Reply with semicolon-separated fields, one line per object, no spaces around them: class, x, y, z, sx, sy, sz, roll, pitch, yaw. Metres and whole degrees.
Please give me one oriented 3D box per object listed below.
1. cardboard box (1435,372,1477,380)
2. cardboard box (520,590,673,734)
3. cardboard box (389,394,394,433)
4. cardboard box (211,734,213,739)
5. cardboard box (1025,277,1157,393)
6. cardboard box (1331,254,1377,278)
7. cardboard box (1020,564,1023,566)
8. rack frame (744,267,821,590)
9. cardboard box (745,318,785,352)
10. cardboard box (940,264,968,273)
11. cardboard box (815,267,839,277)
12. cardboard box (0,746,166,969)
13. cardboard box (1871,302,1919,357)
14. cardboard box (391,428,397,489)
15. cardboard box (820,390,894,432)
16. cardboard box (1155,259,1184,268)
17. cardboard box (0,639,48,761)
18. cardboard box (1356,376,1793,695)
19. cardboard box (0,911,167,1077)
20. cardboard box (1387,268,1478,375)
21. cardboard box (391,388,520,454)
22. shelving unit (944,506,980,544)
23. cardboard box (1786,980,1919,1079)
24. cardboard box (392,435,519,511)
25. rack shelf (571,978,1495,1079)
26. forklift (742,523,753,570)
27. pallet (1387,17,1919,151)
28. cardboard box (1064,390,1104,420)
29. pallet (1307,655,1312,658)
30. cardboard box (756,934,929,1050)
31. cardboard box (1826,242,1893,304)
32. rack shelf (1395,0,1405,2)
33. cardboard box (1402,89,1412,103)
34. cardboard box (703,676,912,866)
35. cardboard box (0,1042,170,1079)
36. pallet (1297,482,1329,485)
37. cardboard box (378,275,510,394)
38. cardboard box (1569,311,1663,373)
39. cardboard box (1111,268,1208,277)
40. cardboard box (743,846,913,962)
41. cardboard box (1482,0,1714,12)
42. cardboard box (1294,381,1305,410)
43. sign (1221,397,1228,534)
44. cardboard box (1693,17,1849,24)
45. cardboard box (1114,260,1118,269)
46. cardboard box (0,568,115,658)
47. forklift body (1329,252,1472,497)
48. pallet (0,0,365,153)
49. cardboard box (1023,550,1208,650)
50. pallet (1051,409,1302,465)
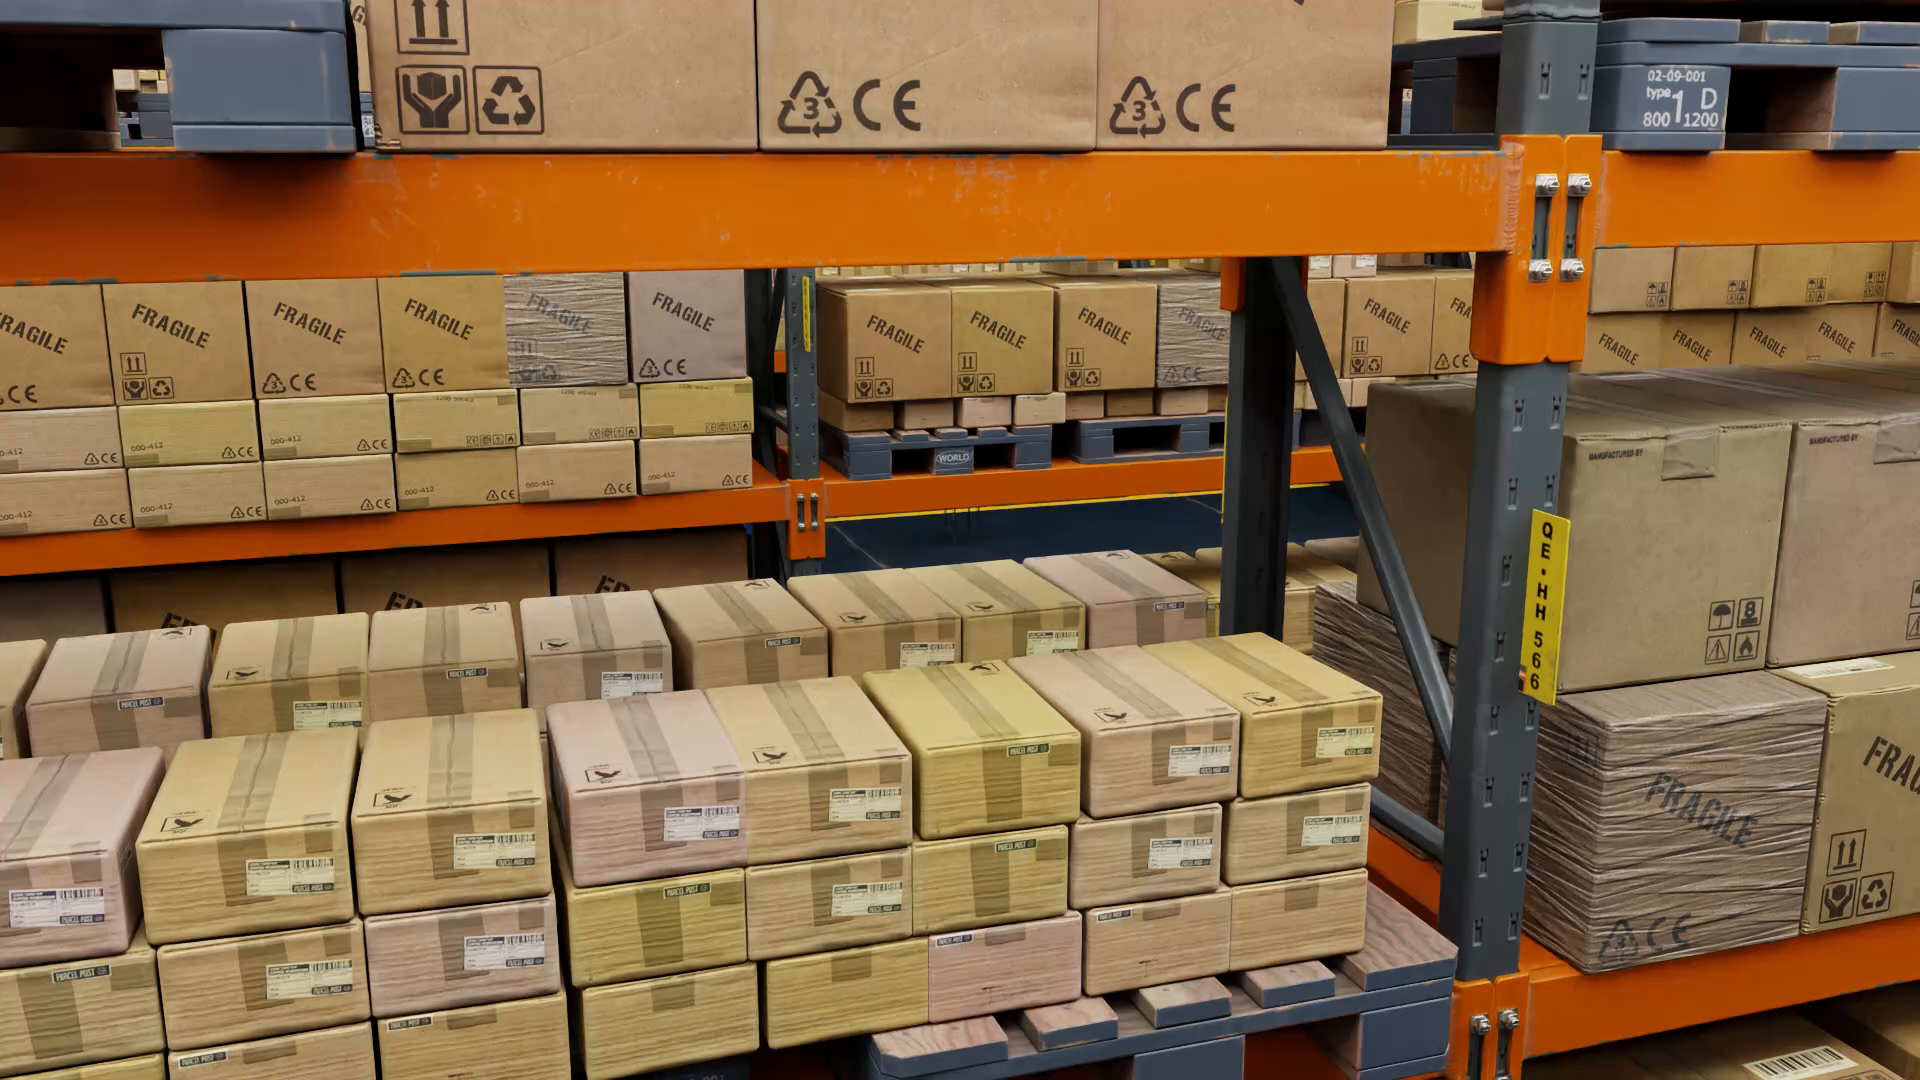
cardboard box;2.531;-0.835;8.808;0.250;0.149;0.380;-4;14;-17
cardboard box;-0.680;0.219;3.089;0.250;0.149;0.380;-4;14;-15
cardboard box;-2.386;-0.672;7.728;0.500;0.250;0.500;-5;14;-18
cardboard box;-1.414;0.419;2.890;0.250;0.149;0.380;-4;14;-18
cardboard box;0.633;-1.017;8.171;0.500;0.500;0.500;-4;14;-17
cardboard box;1.917;-1.428;8.494;0.250;0.149;0.380;-5;14;-20
cardboard box;0.375;0.422;8.658;0.625;0.372;0.950;-5;14;-19
rack frame;-0.860;-0.557;8.000;0.127;3.000;1.000;-4;14;-18
cardboard box;-1.470;-1.587;12.657;0.500;0.250;0.500;-5;14;-19
cardboard box;-0.110;-2.130;12.996;0.250;0.149;0.380;-4;14;-18
cardboard box;-1.090;-2.060;12.702;0.250;0.149;0.380;-4;14;-17
cardboard box;-1.231;0.422;2.238;0.250;0.149;0.380;-4;14;-16
cardboard box;5.344;-1.168;9.711;0.500;0.500;0.500;-5;14;-18
cardboard box;-2.384;-0.423;7.765;0.500;0.250;0.500;-4;14;-16
cardboard box;-0.493;-0.622;7.910;0.250;0.149;0.380;-5;14;-21
cardboard box;1.730;-2.270;13.587;0.250;0.149;0.380;-5;14;-19
cardboard box;-1.676;0.297;2.760;0.250;0.149;0.380;-5;14;-20
cardboard box;1.243;-0.044;3.470;0.500;0.500;0.700;-5;14;-18
cardboard box;-1.215;0.564;2.282;0.250;0.149;0.380;-5;14;-19
cardboard box;2.566;-1.165;8.792;0.500;0.500;0.500;-5;14;-19
cardboard box;-2.202;-0.554;7.235;0.500;0.250;0.500;-5;14;-20
shelving unit;0.014;-0.585;12.008;0.189;1.200;0.258;-4;14;-18
cardboard box;2.248;1.321;4.060;0.750;0.750;1.050;-4;14;-17
cardboard box;-2.218;-0.314;7.307;0.500;0.250;0.500;-5;14;-19
rack shelf;-1.081;1.019;2.930;4.000;0.370;1.077;-4;14;-18
forklift;-2.852;-1.258;11.098;3.031;2.935;1.130;-1;13;-4
pallet;1.408;-0.905;3.391;1.003;0.211;1.213;-4;14;-15
cardboard box;0.531;-0.696;8.222;0.250;0.149;0.380;-4;14;-15
pallet;2.194;0.563;9.321;1.213;0.211;1.003;-4;14;-18
cardboard box;-0.223;0.631;2.642;0.250;0.149;0.380;-5;14;-19
cardboard box;4.858;-1.639;9.531;0.500;0.500;0.700;-5;14;-18
rack shelf;3.240;-4.462;13.873;4.000;0.370;1.077;-4;14;-18
cardboard box;1.942;-2.331;8.396;0.500;0.250;0.500;-4;14;-17
cardboard box;-0.243;0.345;2.561;0.250;0.149;0.380;-4;14;-16
cardboard box;-1.221;0.709;2.315;0.250;0.149;0.380;-5;14;-19
pallet;3.270;-0.724;14.730;1.213;0.211;1.003;-4;14;-18
cardboard box;-2.223;-0.921;7.157;0.500;0.500;0.500;-4;14;-18
cardboard box;3.437;-1.016;9.075;0.500;0.500;0.500;-4;14;-18
cardboard box;0.964;-1.167;8.800;0.500;0.500;0.500;-5;14;-20
cardboard box;-0.247;0.490;2.595;0.250;0.149;0.380;-4;14;-18
cardboard box;1.182;-1.058;3.045;0.250;0.149;0.380;-5;14;-20
cardboard box;1.560;-0.763;8.504;0.250;0.149;0.380;-4;14;-18
sign;0.634;-0.163;3.844;0.005;0.325;0.100;-4;14;-18
cardboard box;1.709;-1.290;3.671;0.500;0.311;0.500;-4;14;-18
cardboard box;1.092;-2.230;13.420;0.250;0.149;0.380;-4;14;-16
cardboard box;-4.089;0.505;7.223;0.875;0.875;0.875;-4;14;-16
forklift body;3.920;-1.282;12.886;1.214;2.155;2.313;-4;14;-18
pallet;-1.376;-0.650;2.319;1.003;0.211;1.213;-4;14;-18
cardboard box;0.311;0.142;3.413;0.250;0.149;0.380;-4;14;-18
pallet;1.003;-0.618;8.674;1.213;0.211;1.003;-4;14;-18
